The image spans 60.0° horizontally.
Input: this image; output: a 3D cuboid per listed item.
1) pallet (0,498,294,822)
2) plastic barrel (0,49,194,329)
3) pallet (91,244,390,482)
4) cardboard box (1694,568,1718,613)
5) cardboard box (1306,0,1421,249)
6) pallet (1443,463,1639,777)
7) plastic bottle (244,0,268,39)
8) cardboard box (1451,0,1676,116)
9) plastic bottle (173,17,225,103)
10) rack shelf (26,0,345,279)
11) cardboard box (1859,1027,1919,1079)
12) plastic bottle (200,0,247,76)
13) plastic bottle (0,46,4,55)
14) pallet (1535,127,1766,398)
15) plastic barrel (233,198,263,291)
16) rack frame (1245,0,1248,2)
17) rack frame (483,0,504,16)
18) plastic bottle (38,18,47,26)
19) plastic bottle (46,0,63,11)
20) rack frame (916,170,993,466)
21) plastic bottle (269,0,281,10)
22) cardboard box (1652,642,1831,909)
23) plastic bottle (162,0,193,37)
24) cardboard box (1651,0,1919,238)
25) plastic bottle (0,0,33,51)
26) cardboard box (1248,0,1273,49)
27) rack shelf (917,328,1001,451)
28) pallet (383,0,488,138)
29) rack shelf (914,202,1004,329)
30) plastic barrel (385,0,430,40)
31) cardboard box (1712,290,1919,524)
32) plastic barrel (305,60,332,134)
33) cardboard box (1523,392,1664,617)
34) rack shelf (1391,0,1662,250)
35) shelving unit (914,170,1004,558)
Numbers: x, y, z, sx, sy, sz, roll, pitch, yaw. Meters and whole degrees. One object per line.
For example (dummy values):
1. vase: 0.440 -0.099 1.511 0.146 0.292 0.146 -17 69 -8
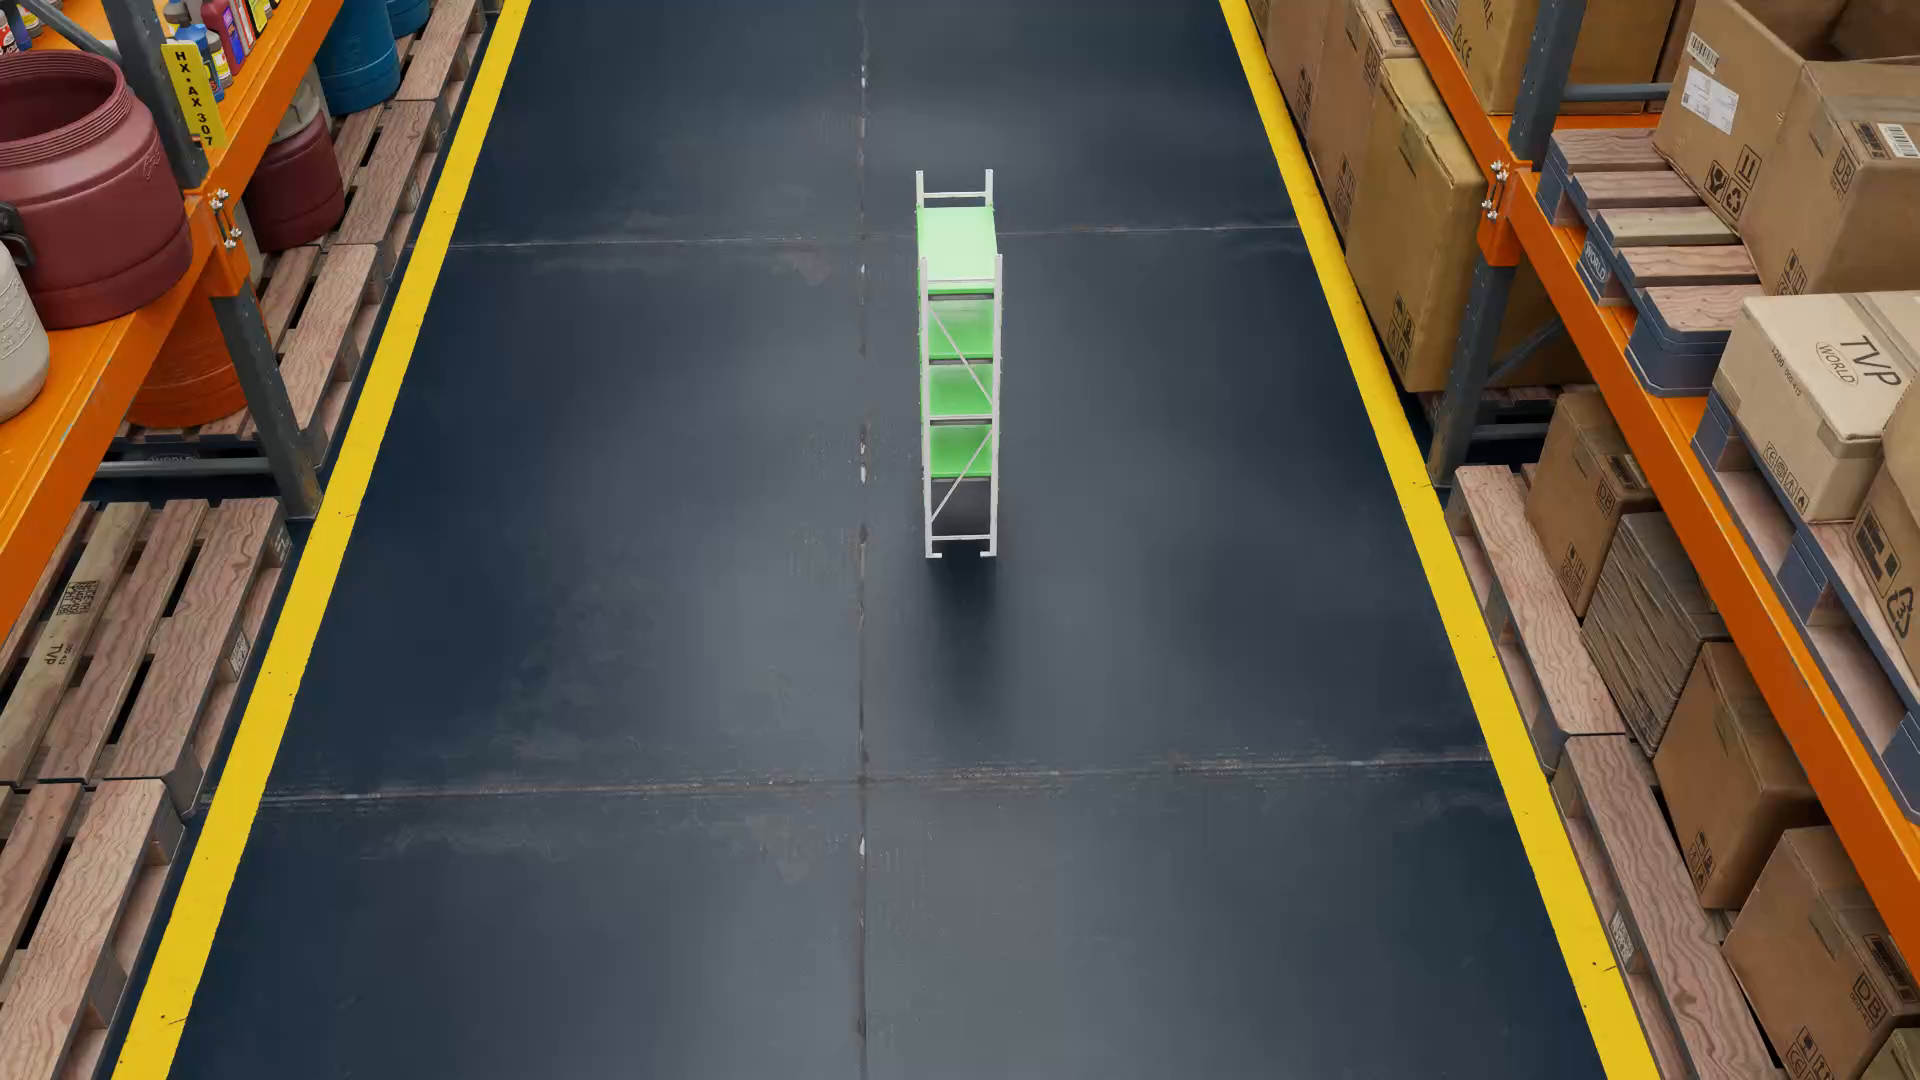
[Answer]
1. pallet: -2.764 0.353 5.208 1.003 0.211 1.213 -2 43 -2
2. plastic barrel: -2.435 -0.944 4.460 0.600 0.536 0.708 -2 43 -2
3. pallet: -2.833 -0.702 6.359 1.003 0.211 1.213 -2 43 -2
4. cardboard box: 2.282 -0.049 4.553 0.500 0.250 0.500 3 43 3
5. cardboard box: 2.152 -1.781 6.735 1.225 0.875 0.875 -2 43 -2
6. pallet: 2.222 0.215 5.360 1.003 0.211 1.213 -2 43 -2
7. plastic bottle: -2.433 -1.861 5.647 0.061 0.283 0.133 -2 43 -2
8. cardboard box: 1.922 -1.704 5.315 0.500 0.500 0.500 0 43 0
9. plastic bottle: -2.431 -1.532 5.296 0.097 0.271 0.097 0 43 0
10. rack shelf: -2.843 -2.284 6.554 1.077 0.370 4.000 -2 43 -2
11. cardboard box: 2.354 1.381 3.548 0.700 0.500 0.500 -2 43 -2
12. plastic bottle: -2.422 -1.680 5.450 0.061 0.283 0.133 -2 43 -2
13. plastic bottle: -3.198 -1.620 5.445 0.097 0.201 0.097 0 43 0
14. pallet: 2.327 -0.792 4.536 1.213 0.211 1.003 -2 43 -2
15. plastic barrel: -2.909 -1.145 6.309 0.421 0.512 0.421 0 43 0
16. rack frame: 2.021 -4.041 7.939 1.000 3.000 0.127 -2 43 -2
17. rack frame: -2.928 -3.899 7.784 1.000 3.000 0.127 -2 43 -2
18. plastic bottle: -3.214 -1.909 5.708 0.097 0.271 0.097 0 43 0
19. plastic bottle: -3.218 -1.949 5.803 0.097 0.201 0.097 0 43 0
20. rack frame: -0.017 -0.719 5.646 0.240 1.200 0.015 -2 43 -2
21. plastic bottle: -2.443 -2.017 5.817 0.061 0.283 0.133 -2 43 -2
22. cardboard box: 2.306 0.627 4.371 0.700 0.500 0.500 2 43 2
23. plastic bottle: -2.597 -1.723 5.557 0.097 0.201 0.097 0 43 0
24. cardboard box: 2.254 -1.169 4.421 0.500 0.500 0.500 -6 43 -7
25. plastic bottle: -3.206 -1.778 5.565 0.097 0.271 0.097 0 43 0
26. cardboard box: 2.068 -2.981 8.044 1.225 0.875 0.875 -2 43 -2
27. rack shelf: -0.007 -0.507 5.510 0.258 0.148 0.480 -2 43 -2
28. pallet: -2.937 -2.349 8.156 1.003 0.211 1.213 -2 43 -2
29. rack shelf: -0.007 -0.861 5.185 0.258 0.148 0.480 -2 43 -2
30. plastic barrel: -2.922 -2.913 7.950 0.600 0.901 0.708 -2 43 -2
31. cardboard box: 2.032 -0.302 3.660 0.500 0.250 0.500 -3 43 -3
32. plastic barrel: -2.957 -1.907 7.141 0.421 0.512 0.421 0 43 0
33. cardboard box: 2.239 -0.130 5.196 0.700 0.500 0.500 -4 43 -4
34. rack shelf: 2.106 -2.426 6.709 1.077 0.370 4.000 -2 43 -2
35. shelving unit: -0.007 -0.554 5.466 0.258 1.200 0.503 -2 43 -2
